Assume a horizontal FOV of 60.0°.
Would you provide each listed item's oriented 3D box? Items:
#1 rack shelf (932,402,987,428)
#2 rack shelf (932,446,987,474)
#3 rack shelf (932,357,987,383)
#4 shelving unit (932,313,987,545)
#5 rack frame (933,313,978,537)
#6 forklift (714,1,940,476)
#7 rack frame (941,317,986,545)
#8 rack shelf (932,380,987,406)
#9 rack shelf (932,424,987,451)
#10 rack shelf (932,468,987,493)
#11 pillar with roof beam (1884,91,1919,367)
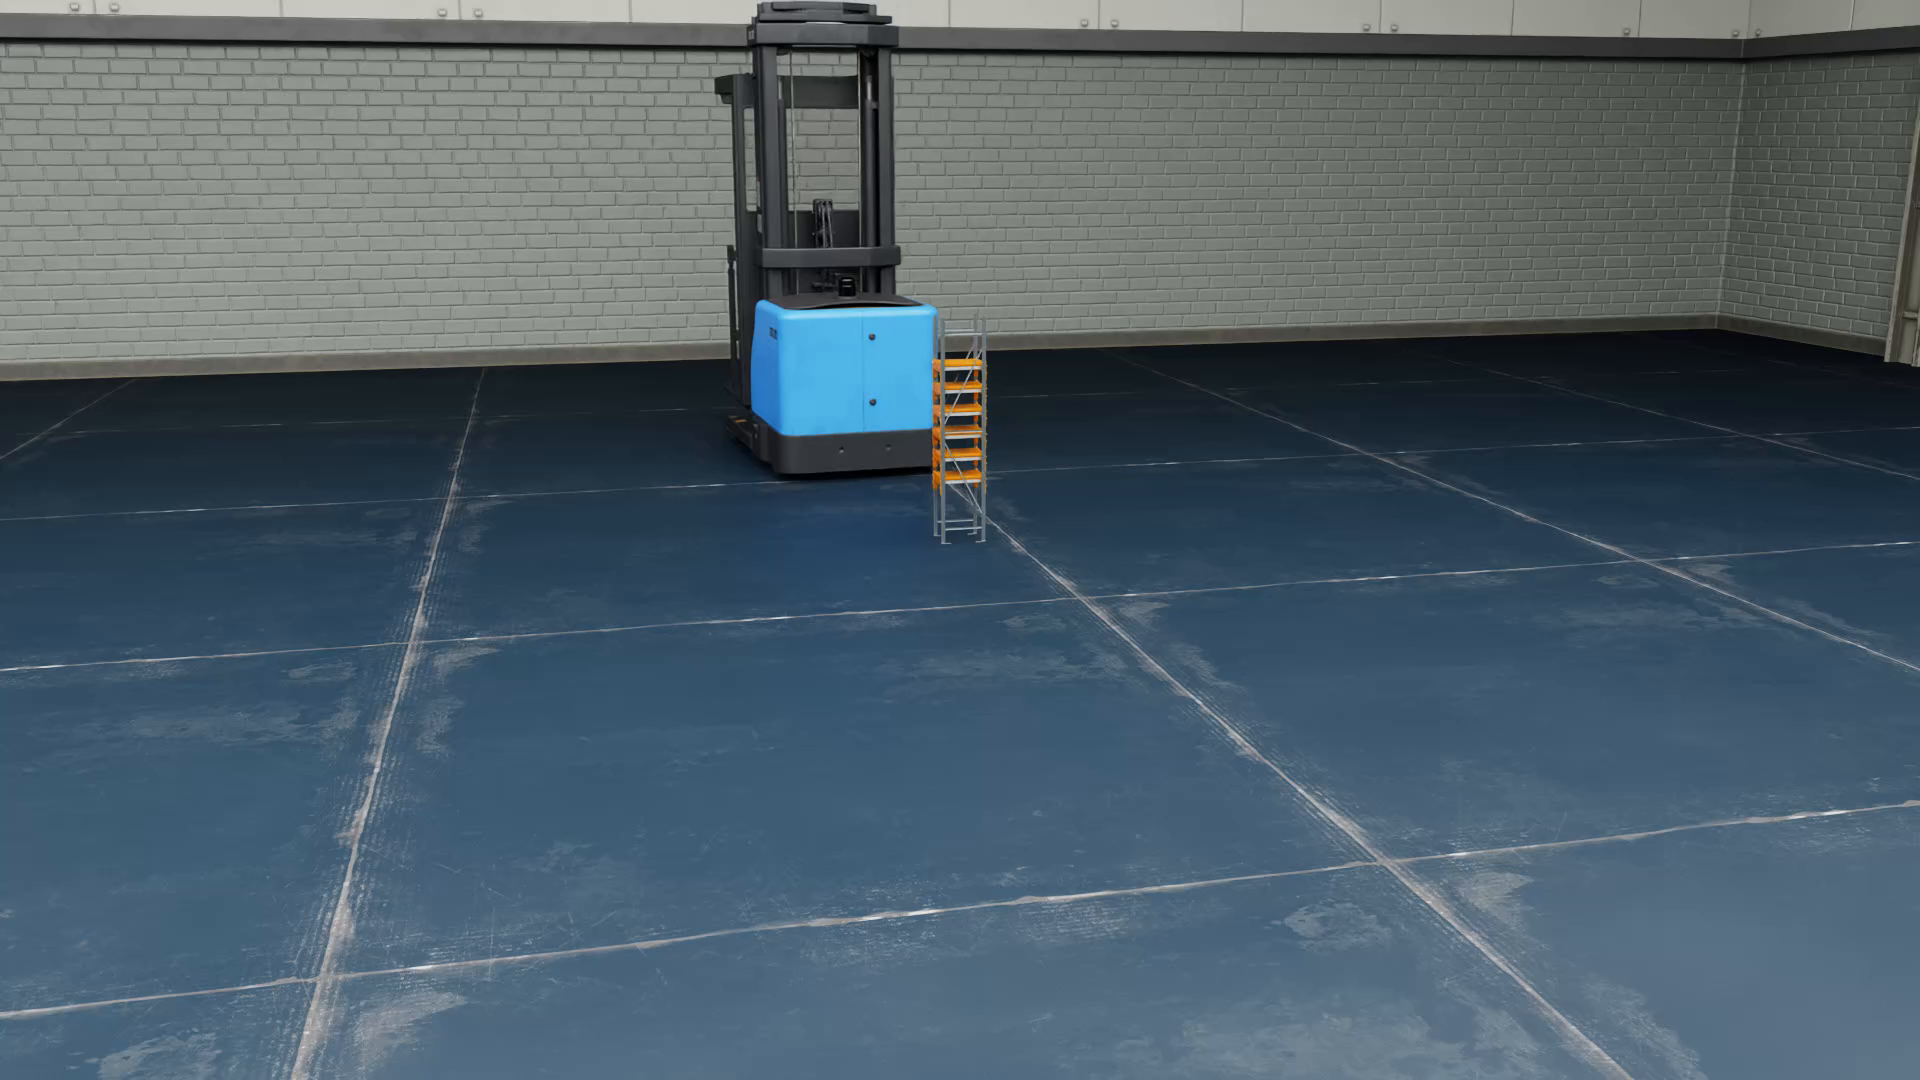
[{"bbox_3d":[-0.003,-0.660,8.780,0.258,0.103,0.180,-3,14,-13],"label":"rack shelf"},{"bbox_3d":[-0.003,-0.426,8.837,0.258,0.103,0.180,-3,14,-13],"label":"rack shelf"},{"bbox_3d":[-0.003,-0.893,8.723,0.258,0.103,0.180,-3,14,-13],"label":"rack shelf"},{"bbox_3d":[-0.003,-0.586,8.798,0.258,1.200,0.189,-3,14,-13],"label":"shelving unit"},{"bbox_3d":[-0.025,-0.607,8.885,0.240,1.200,0.006,-3,14,-13],"label":"rack frame"},{"bbox_3d":[-1.051,-2.134,11.487,1.130,2.935,3.031,-4,14,-17],"label":"forklift"},{"bbox_3d":[0.018,-0.565,8.712,0.240,1.200,0.006,-3,14,-13],"label":"rack frame"},{"bbox_3d":[-0.003,-0.776,8.752,0.258,0.103,0.180,-3,14,-13],"label":"rack shelf"},{"bbox_3d":[-0.003,-0.543,8.809,0.258,0.103,0.180,-3,14,-13],"label":"rack shelf"},{"bbox_3d":[-0.003,-0.310,8.866,0.258,0.103,0.180,-3,14,-13],"label":"rack shelf"},{"bbox_3d":[4.868,-5.810,13.748,9.100,9.000,0.400,-3,14,-13],"label":"pillar with roof beam"}]
